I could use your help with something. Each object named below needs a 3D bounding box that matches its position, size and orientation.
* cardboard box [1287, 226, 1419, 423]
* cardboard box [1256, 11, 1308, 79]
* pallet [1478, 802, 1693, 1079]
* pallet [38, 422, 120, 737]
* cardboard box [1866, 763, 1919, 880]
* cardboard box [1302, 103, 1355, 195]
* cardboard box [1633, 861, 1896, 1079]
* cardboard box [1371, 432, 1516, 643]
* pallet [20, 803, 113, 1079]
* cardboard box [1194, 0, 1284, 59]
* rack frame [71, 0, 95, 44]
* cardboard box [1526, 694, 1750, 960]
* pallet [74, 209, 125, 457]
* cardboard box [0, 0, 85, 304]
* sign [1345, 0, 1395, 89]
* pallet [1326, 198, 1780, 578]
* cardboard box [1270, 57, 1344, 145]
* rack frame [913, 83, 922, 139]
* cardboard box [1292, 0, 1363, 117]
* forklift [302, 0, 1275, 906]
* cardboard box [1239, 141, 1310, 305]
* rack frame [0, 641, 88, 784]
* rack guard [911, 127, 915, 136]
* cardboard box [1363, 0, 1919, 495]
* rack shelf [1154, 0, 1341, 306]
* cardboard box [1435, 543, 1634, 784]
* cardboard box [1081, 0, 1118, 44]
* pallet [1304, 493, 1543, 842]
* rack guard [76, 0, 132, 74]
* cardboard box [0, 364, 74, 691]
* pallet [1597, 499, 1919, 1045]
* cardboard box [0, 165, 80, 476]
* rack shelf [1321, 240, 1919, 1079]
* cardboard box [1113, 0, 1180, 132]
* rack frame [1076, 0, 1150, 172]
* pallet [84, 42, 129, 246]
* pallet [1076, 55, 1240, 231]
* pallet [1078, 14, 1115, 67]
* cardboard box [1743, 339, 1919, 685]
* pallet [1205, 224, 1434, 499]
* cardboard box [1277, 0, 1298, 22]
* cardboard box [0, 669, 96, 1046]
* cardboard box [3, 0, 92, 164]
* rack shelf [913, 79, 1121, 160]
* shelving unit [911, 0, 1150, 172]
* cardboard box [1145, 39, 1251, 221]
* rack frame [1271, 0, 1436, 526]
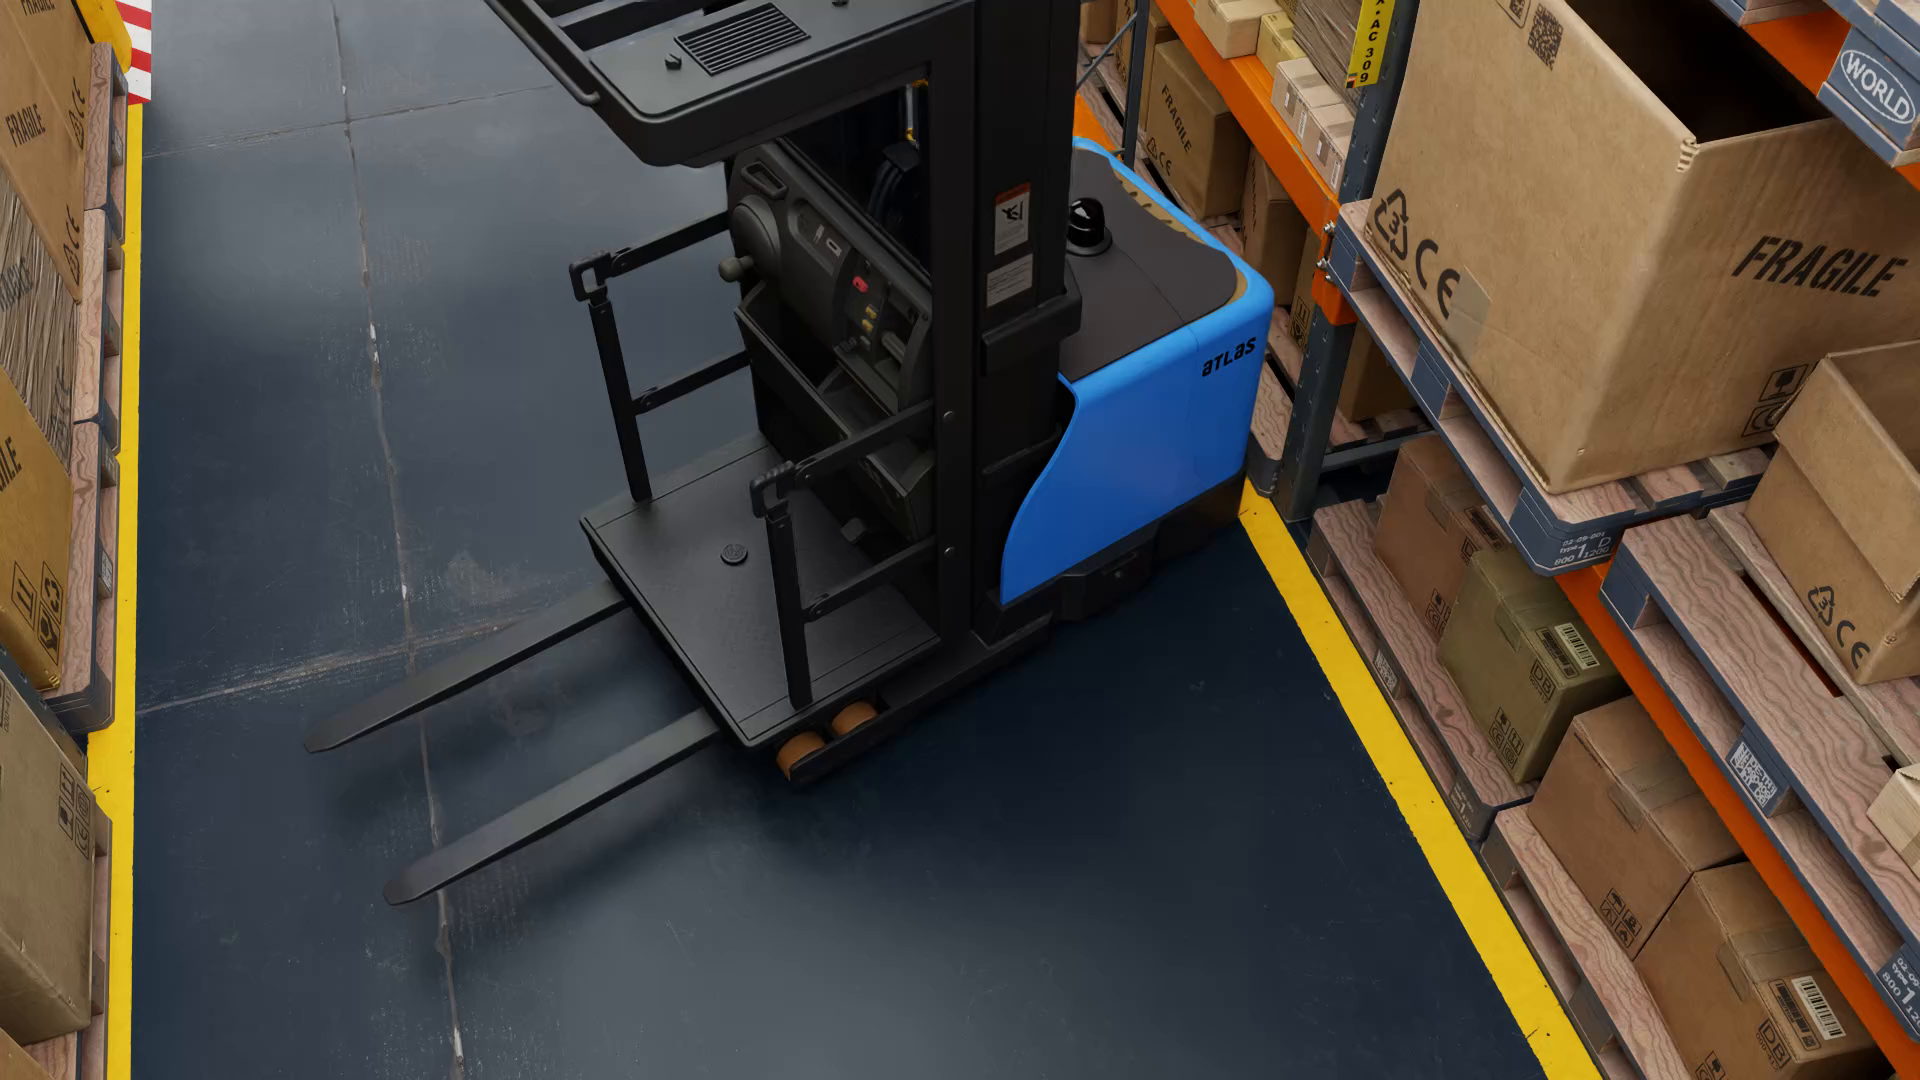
[{"bbox_3d":[1.515,-0.806,5.828,0.500,0.500,0.500,-15,51,-12],"label":"cardboard box"},{"bbox_3d":[1.170,-1.566,5.272,0.380,0.149,0.250,-13,51,-11],"label":"cardboard box"},{"bbox_3d":[2.192,1.185,4.613,1.003,0.211,1.213,-13,51,-11],"label":"pallet"},{"bbox_3d":[-3.323,0.198,5.445,1.003,0.211,1.213,-13,51,-11],"label":"pallet"},{"bbox_3d":[2.027,0.498,3.182,0.396,0.266,0.258,-15,51,-12],"label":"cardboard box"},{"bbox_3d":[1.251,-1.185,4.951,0.380,0.149,0.250,-13,51,-11],"label":"cardboard box"},{"bbox_3d":[2.211,1.111,4.199,0.700,0.500,0.500,-9,51,-8],"label":"cardboard box"},{"bbox_3d":[1.756,-0.058,5.184,0.700,0.500,0.500,-17,52,-14],"label":"cardboard box"},{"bbox_3d":[-2.872,1.318,4.501,1.003,0.211,1.213,-13,51,-11],"label":"pallet"},{"bbox_3d":[0.989,-1.723,5.405,0.380,0.149,0.250,-13,51,-11],"label":"cardboard box"},{"bbox_3d":[-4.355,-3.049,6.358,1.000,3.000,0.127,-13,51,-11],"label":"rack frame"},{"bbox_3d":[2.045,0.703,4.542,0.700,0.500,0.500,-17,52,-14],"label":"cardboard box"},{"bbox_3d":[-3.687,-0.694,6.197,1.003,0.211,1.213,-13,51,-11],"label":"pallet"},{"bbox_3d":[-3.830,-1.377,6.064,0.875,0.875,0.875,-14,51,-12],"label":"cardboard box"},{"bbox_3d":[1.079,-1.326,4.340,0.100,0.325,0.005,-13,51,-11],"label":"sign"},{"bbox_3d":[1.683,-0.522,4.354,1.003,0.211,1.213,-13,51,-11],"label":"pallet"},{"bbox_3d":[1.186,-1.369,5.107,0.380,0.149,0.250,-13,51,-11],"label":"cardboard box"},{"bbox_3d":[0.054,-2.069,6.513,0.500,1.500,0.032,-15,51,-12],"label":"rack frame"},{"bbox_3d":[1.521,-1.646,4.916,0.875,0.500,0.500,-13,51,-11],"label":"cardboard box"},{"bbox_3d":[-0.532,-0.662,4.391,3.031,2.935,1.130,-28,55,-22],"label":"forklift"},{"bbox_3d":[1.339,-1.223,6.179,0.500,0.500,0.500,1,50,1],"label":"cardboard box"},{"bbox_3d":[-3.173,-0.127,3.895,1.000,3.000,0.127,-13,51,-11],"label":"rack frame"},{"bbox_3d":[0.060,-1.652,6.979,0.587,0.250,0.087,-15,51,-12],"label":"rack guard"},{"bbox_3d":[1.697,-0.892,3.873,1.000,1.000,1.000,-13,51,-11],"label":"cardboard box"},{"bbox_3d":[1.004,-2.404,6.285,1.077,0.370,4.000,-13,51,-11],"label":"rack shelf"},{"bbox_3d":[1.880,0.295,4.887,0.700,0.500,0.500,-14,51,-11],"label":"cardboard box"},{"bbox_3d":[0.791,-2.537,7.288,0.500,0.500,0.500,-2,50,-1],"label":"cardboard box"},{"bbox_3d":[1.827,0.292,5.366,1.003,0.211,1.213,-13,51,-11],"label":"pallet"},{"bbox_3d":[-4.363,-2.261,7.329,1.175,0.500,0.348,-13,51,-11],"label":"rack guard"},{"bbox_3d":[-3.292,-0.053,4.948,0.875,0.875,0.875,-13,51,-10],"label":"cardboard box"},{"bbox_3d":[2.154,0.372,3.600,1.003,0.211,1.213,-13,51,-11],"label":"pallet"},{"bbox_3d":[-3.562,-0.711,5.502,0.875,0.875,0.875,-13,51,-11],"label":"cardboard box"},{"bbox_3d":[2.187,0.518,3.822,1.077,0.370,4.000,-13,51,-11],"label":"rack shelf"},{"bbox_3d":[0.958,-2.076,6.898,0.500,0.500,0.500,-9,50,-8],"label":"cardboard box"},{"bbox_3d":[0.386,-1.335,5.894,0.500,1.500,0.032,-15,51,-12],"label":"rack frame"},{"bbox_3d":[-4.044,-1.584,6.947,1.003,0.211,1.213,-13,51,-11],"label":"pallet"},{"bbox_3d":[0.999,-1.651,7.004,1.003,0.211,1.213,-13,51,-11],"label":"pallet"},{"bbox_3d":[0.641,-2.541,7.754,1.003,0.211,1.213,-13,51,-11],"label":"pallet"},{"bbox_3d":[2.196,-0.098,3.529,0.797,0.503,0.637,-9,50,-7],"label":"cardboard box"},{"bbox_3d":[1.363,-0.759,6.252,1.003,0.211,1.213,-13,51,-11],"label":"pallet"},{"bbox_3d":[1.407,-2.019,5.230,0.875,0.500,0.500,-13,51,-11],"label":"cardboard box"},{"bbox_3d":[-2.903,0.895,4.230,1.050,0.750,0.750,-14,51,-11],"label":"cardboard box"},{"bbox_3d":[-4.092,-2.019,6.605,0.875,0.875,0.875,-13,51,-11],"label":"cardboard box"},{"bbox_3d":[0.220,-1.586,6.341,0.538,0.185,1.000,-15,51,-12],"label":"rack shelf"},{"bbox_3d":[0.223,-1.695,6.198,0.587,1.500,1.083,-15,51,-12],"label":"shelving unit"},{"bbox_3d":[1.080,-1.658,6.546,0.500,0.500,0.500,-17,52,-14],"label":"cardboard box"},{"bbox_3d":[1.595,-1.175,4.779,1.000,3.000,0.127,-13,51,-11],"label":"rack frame"}]
